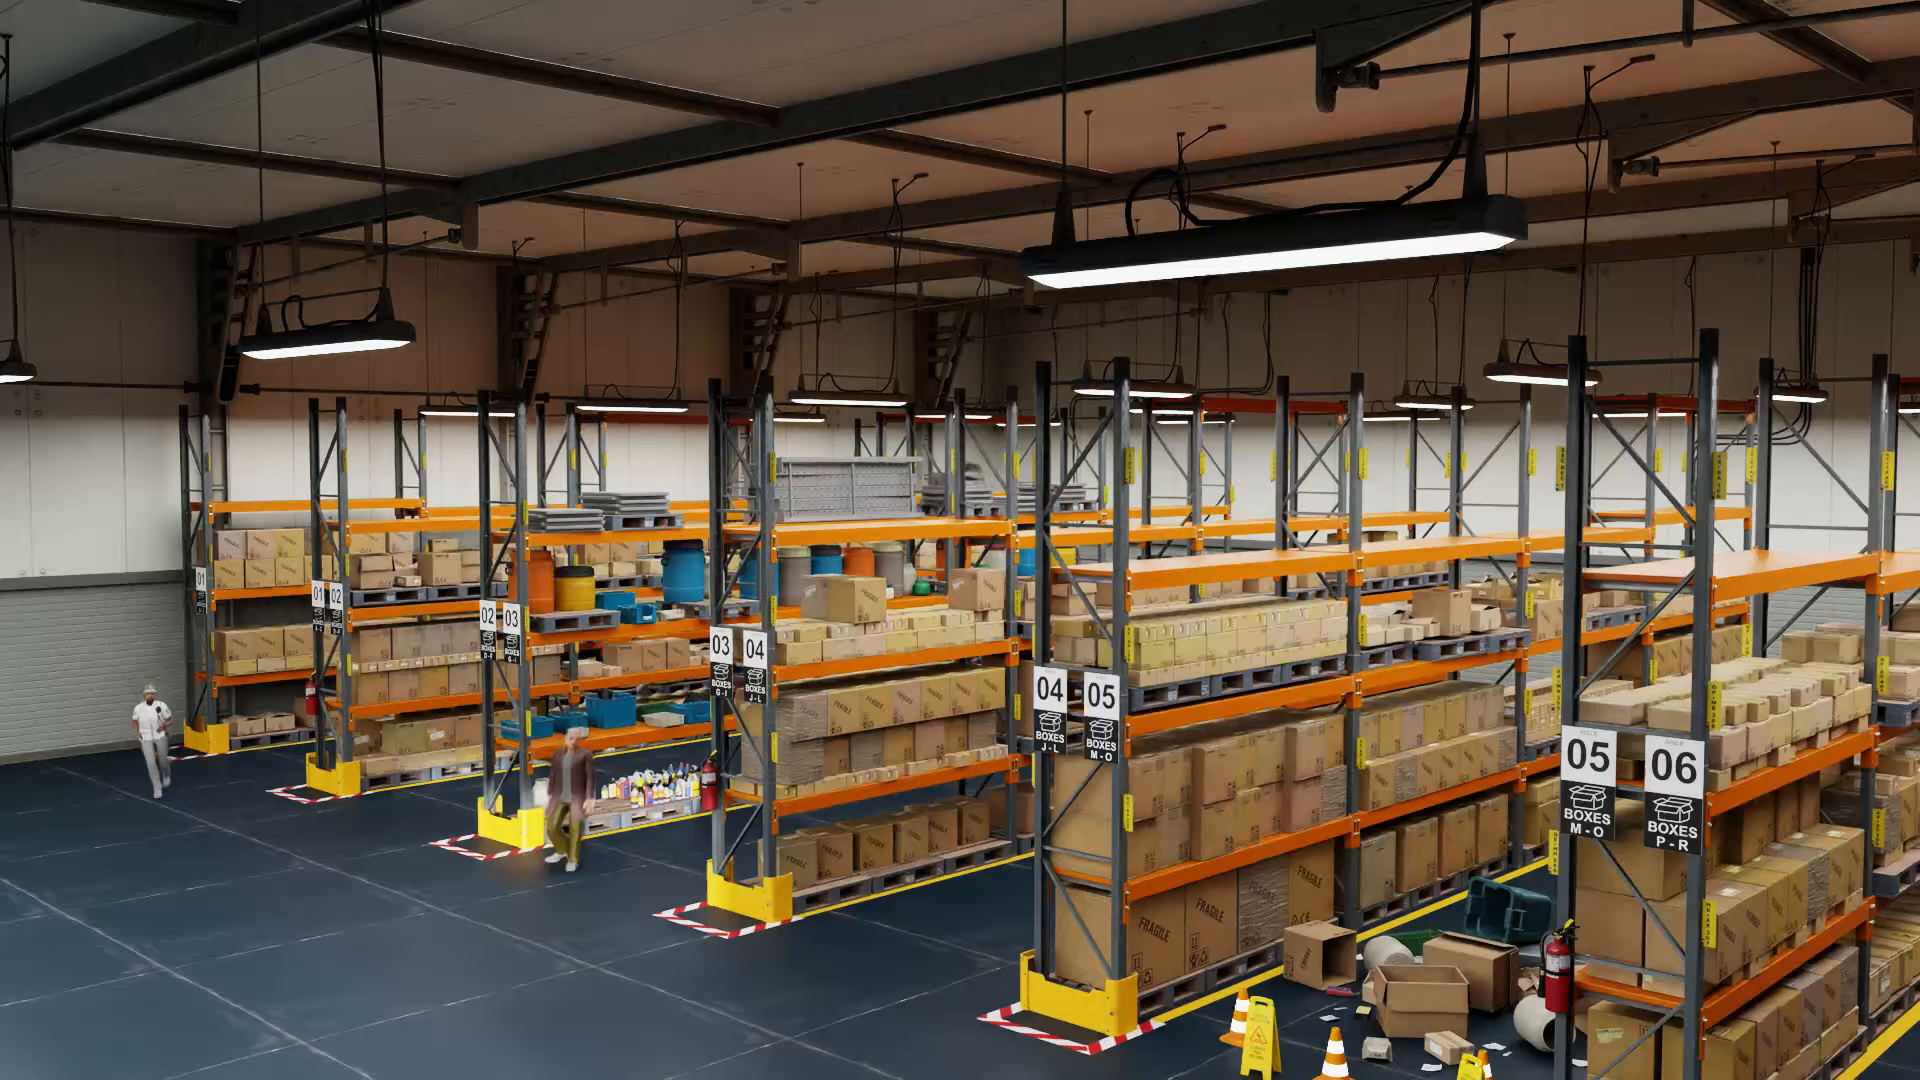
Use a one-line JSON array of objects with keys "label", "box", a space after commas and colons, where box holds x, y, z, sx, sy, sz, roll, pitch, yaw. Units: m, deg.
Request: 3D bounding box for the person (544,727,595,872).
[{"label": "person", "box": [-4.816, 3.186, 20.518, 0.661, 1.771, 0.525, 0, 3, 3]}]

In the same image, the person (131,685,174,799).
[{"label": "person", "box": [-12.175, 3.012, 25.080, 0.587, 1.697, 0.770, -1, 3, -23]}]

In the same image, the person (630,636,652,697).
[{"label": "person", "box": [-6.195, 2.603, 32.439, 0.657, 1.737, 0.972, 2, 3, 30]}]
